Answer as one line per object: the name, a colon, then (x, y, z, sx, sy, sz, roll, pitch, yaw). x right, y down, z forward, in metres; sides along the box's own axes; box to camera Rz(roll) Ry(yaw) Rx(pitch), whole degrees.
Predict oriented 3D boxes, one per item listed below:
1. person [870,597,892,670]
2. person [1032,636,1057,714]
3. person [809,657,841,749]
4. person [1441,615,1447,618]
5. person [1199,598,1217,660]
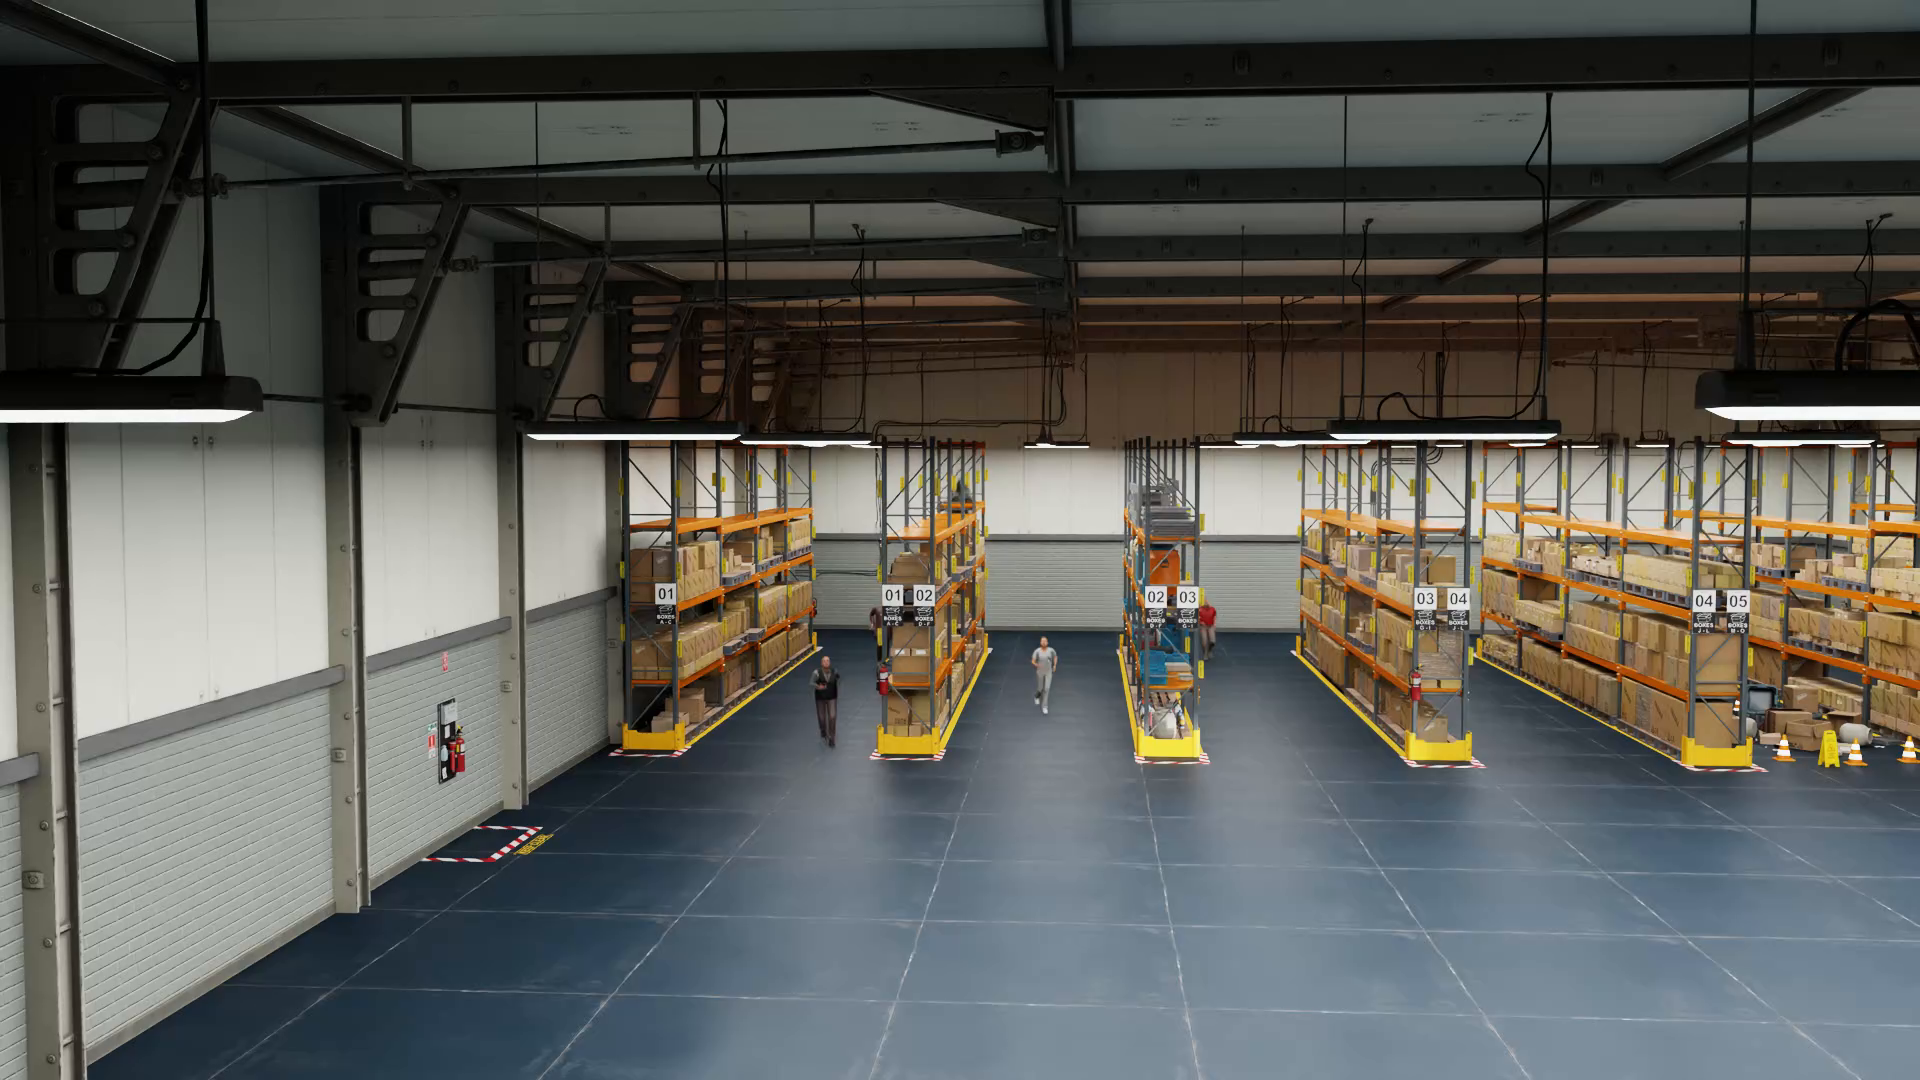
person: (-1.971, 2.470, 42.689, 0.674, 1.639, 0.858, 0, 3, -4)
person: (1.859, 2.944, 36.614, 0.577, 1.669, 0.895, 0, 3, -2)
person: (-2.633, 3.143, 32.396, 0.624, 1.770, 1.008, 0, 3, -6)
person: (13.993, 2.400, 47.464, 0.766, 1.629, 0.705, -1, 3, -21)
person: (6.757, 2.440, 45.524, 0.655, 1.693, 0.611, 0, 3, -4)
